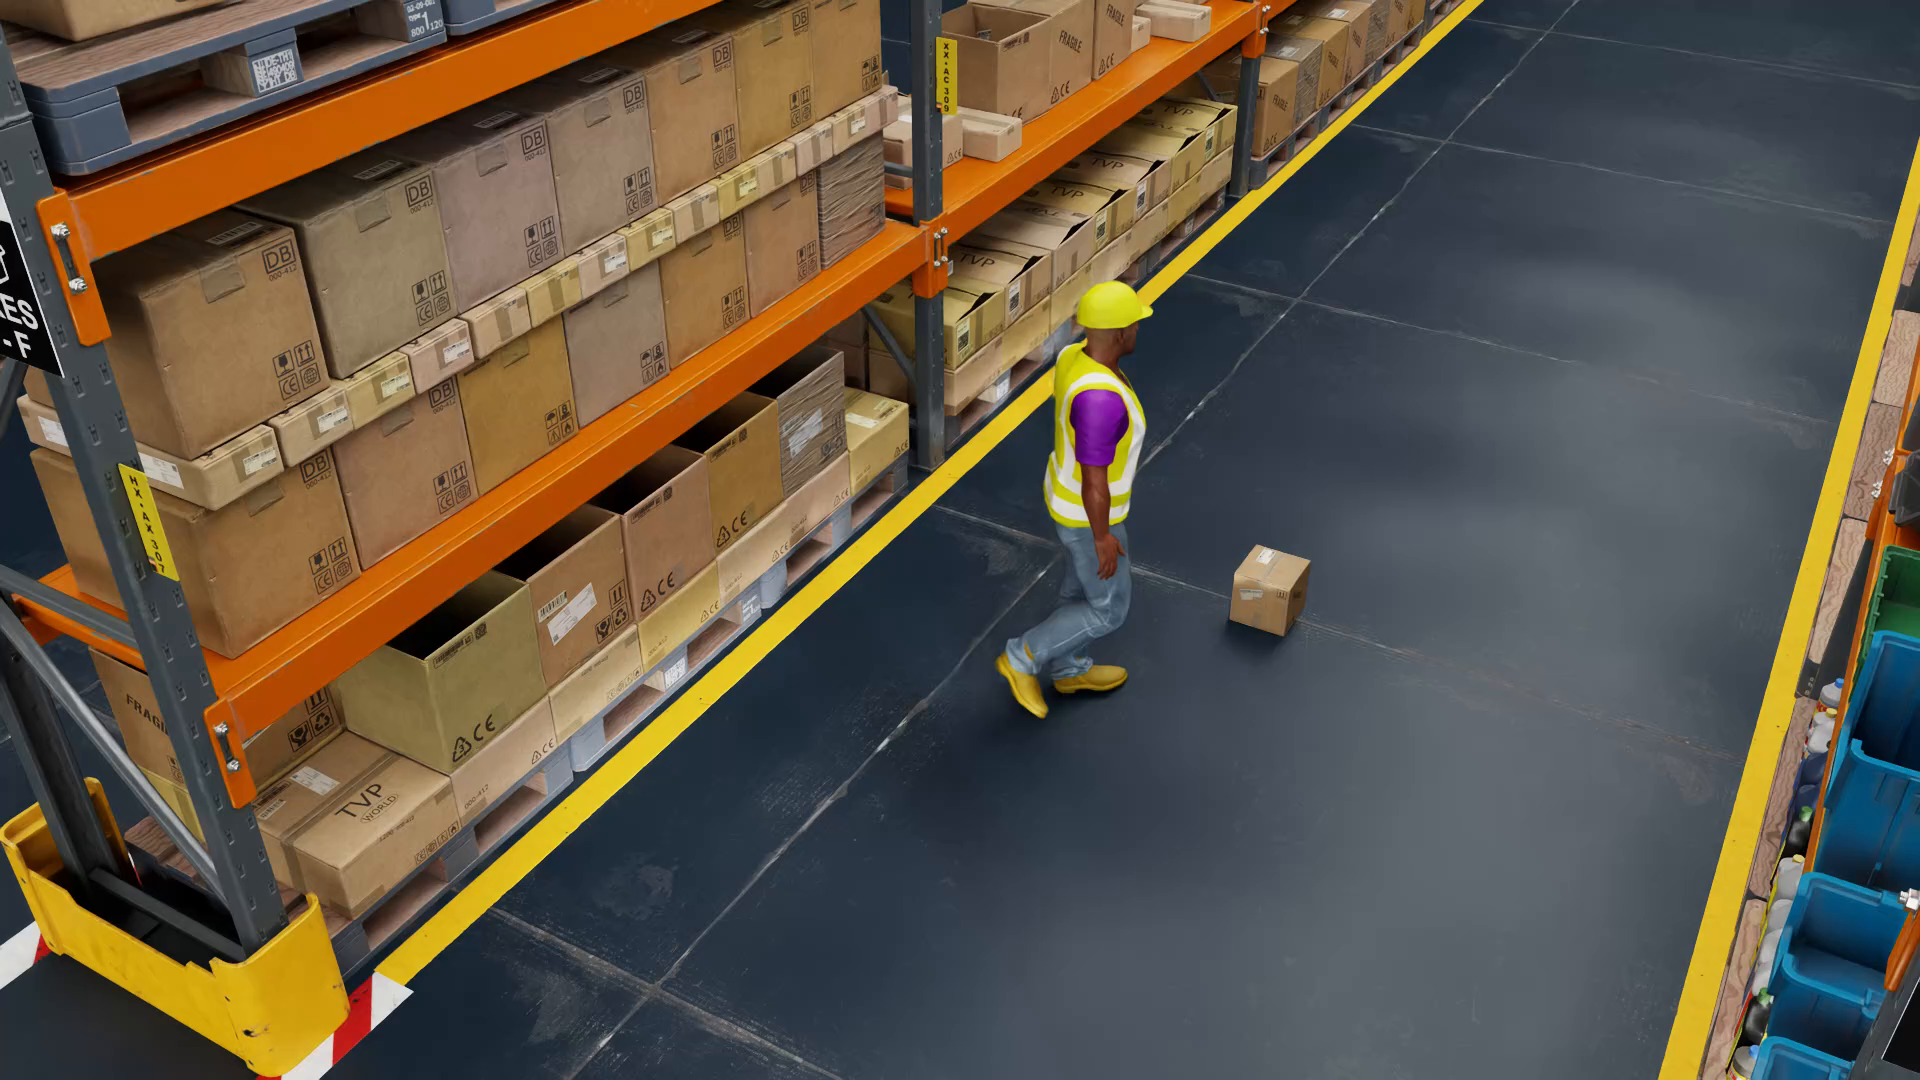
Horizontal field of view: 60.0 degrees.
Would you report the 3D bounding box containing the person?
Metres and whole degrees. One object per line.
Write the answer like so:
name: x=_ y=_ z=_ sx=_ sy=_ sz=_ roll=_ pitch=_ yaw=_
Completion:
person: x=0.415 y=-0.128 z=6.285 sx=0.565 sy=1.764 sz=0.608 roll=-2 pitch=34 yaw=-2
